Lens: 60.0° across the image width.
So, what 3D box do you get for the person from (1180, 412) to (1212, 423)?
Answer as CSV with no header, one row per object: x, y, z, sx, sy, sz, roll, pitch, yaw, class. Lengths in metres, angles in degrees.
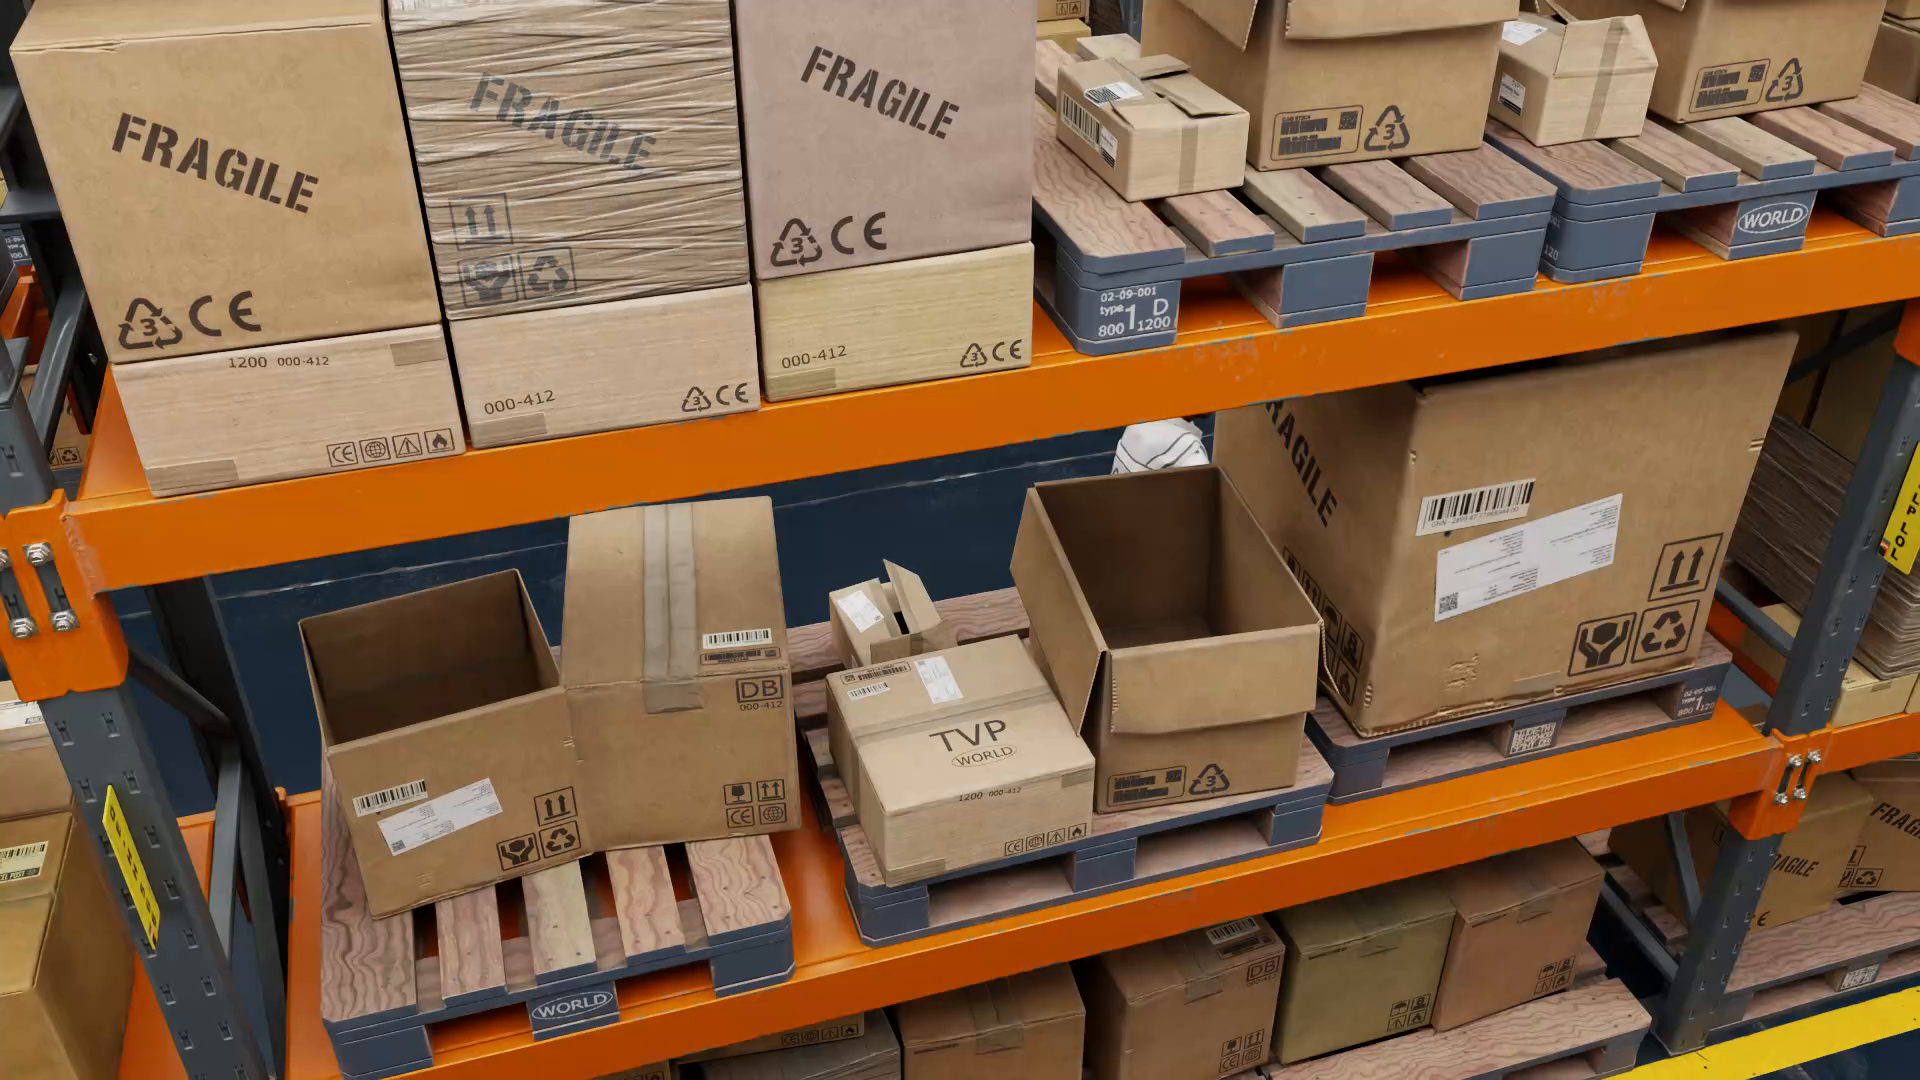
0.769,0.080,6.027,0.324,1.657,0.515,-11,36,-15,person
